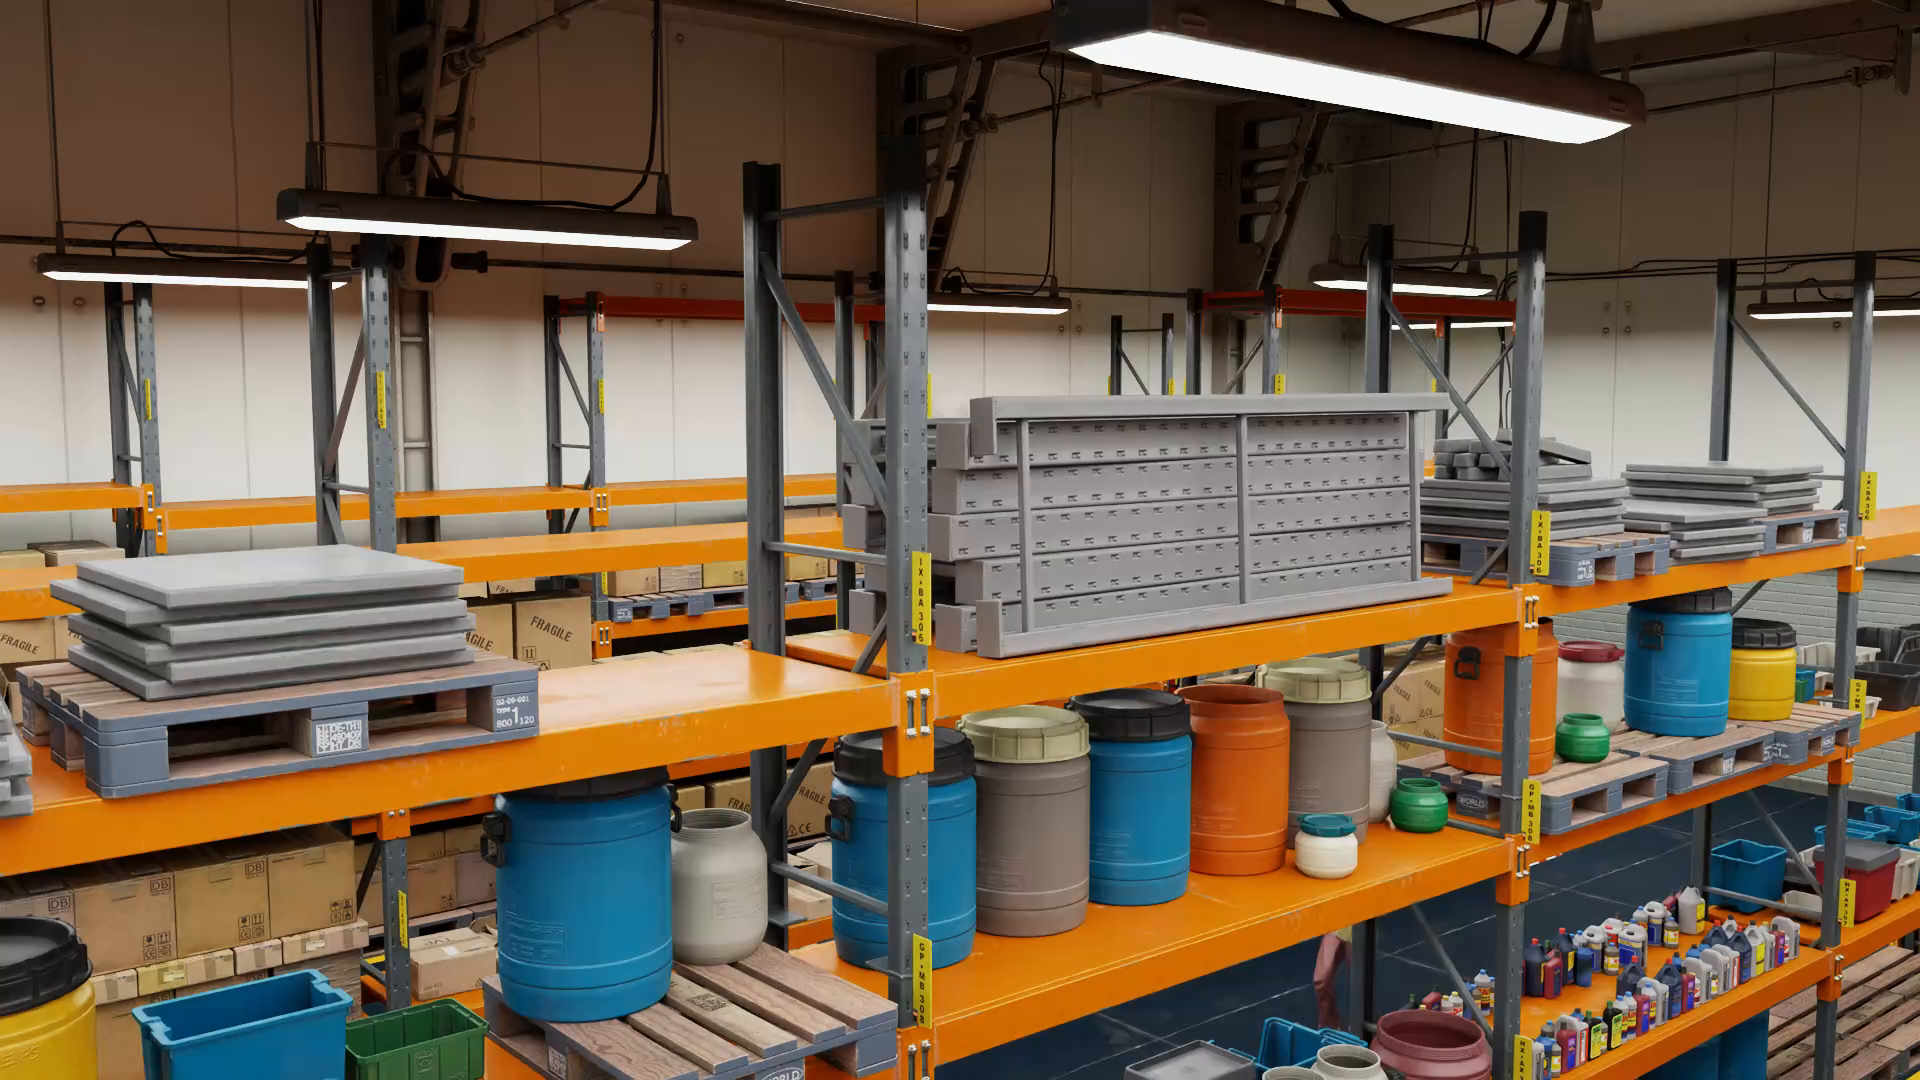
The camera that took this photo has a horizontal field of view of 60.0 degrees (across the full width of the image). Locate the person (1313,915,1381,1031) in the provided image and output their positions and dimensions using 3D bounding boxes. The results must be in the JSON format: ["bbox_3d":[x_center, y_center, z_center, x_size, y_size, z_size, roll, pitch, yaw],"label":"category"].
[{"bbox_3d":[3.020,3.104,12.872,0.558,1.724,0.733,4,7,37],"label":"person"}]
